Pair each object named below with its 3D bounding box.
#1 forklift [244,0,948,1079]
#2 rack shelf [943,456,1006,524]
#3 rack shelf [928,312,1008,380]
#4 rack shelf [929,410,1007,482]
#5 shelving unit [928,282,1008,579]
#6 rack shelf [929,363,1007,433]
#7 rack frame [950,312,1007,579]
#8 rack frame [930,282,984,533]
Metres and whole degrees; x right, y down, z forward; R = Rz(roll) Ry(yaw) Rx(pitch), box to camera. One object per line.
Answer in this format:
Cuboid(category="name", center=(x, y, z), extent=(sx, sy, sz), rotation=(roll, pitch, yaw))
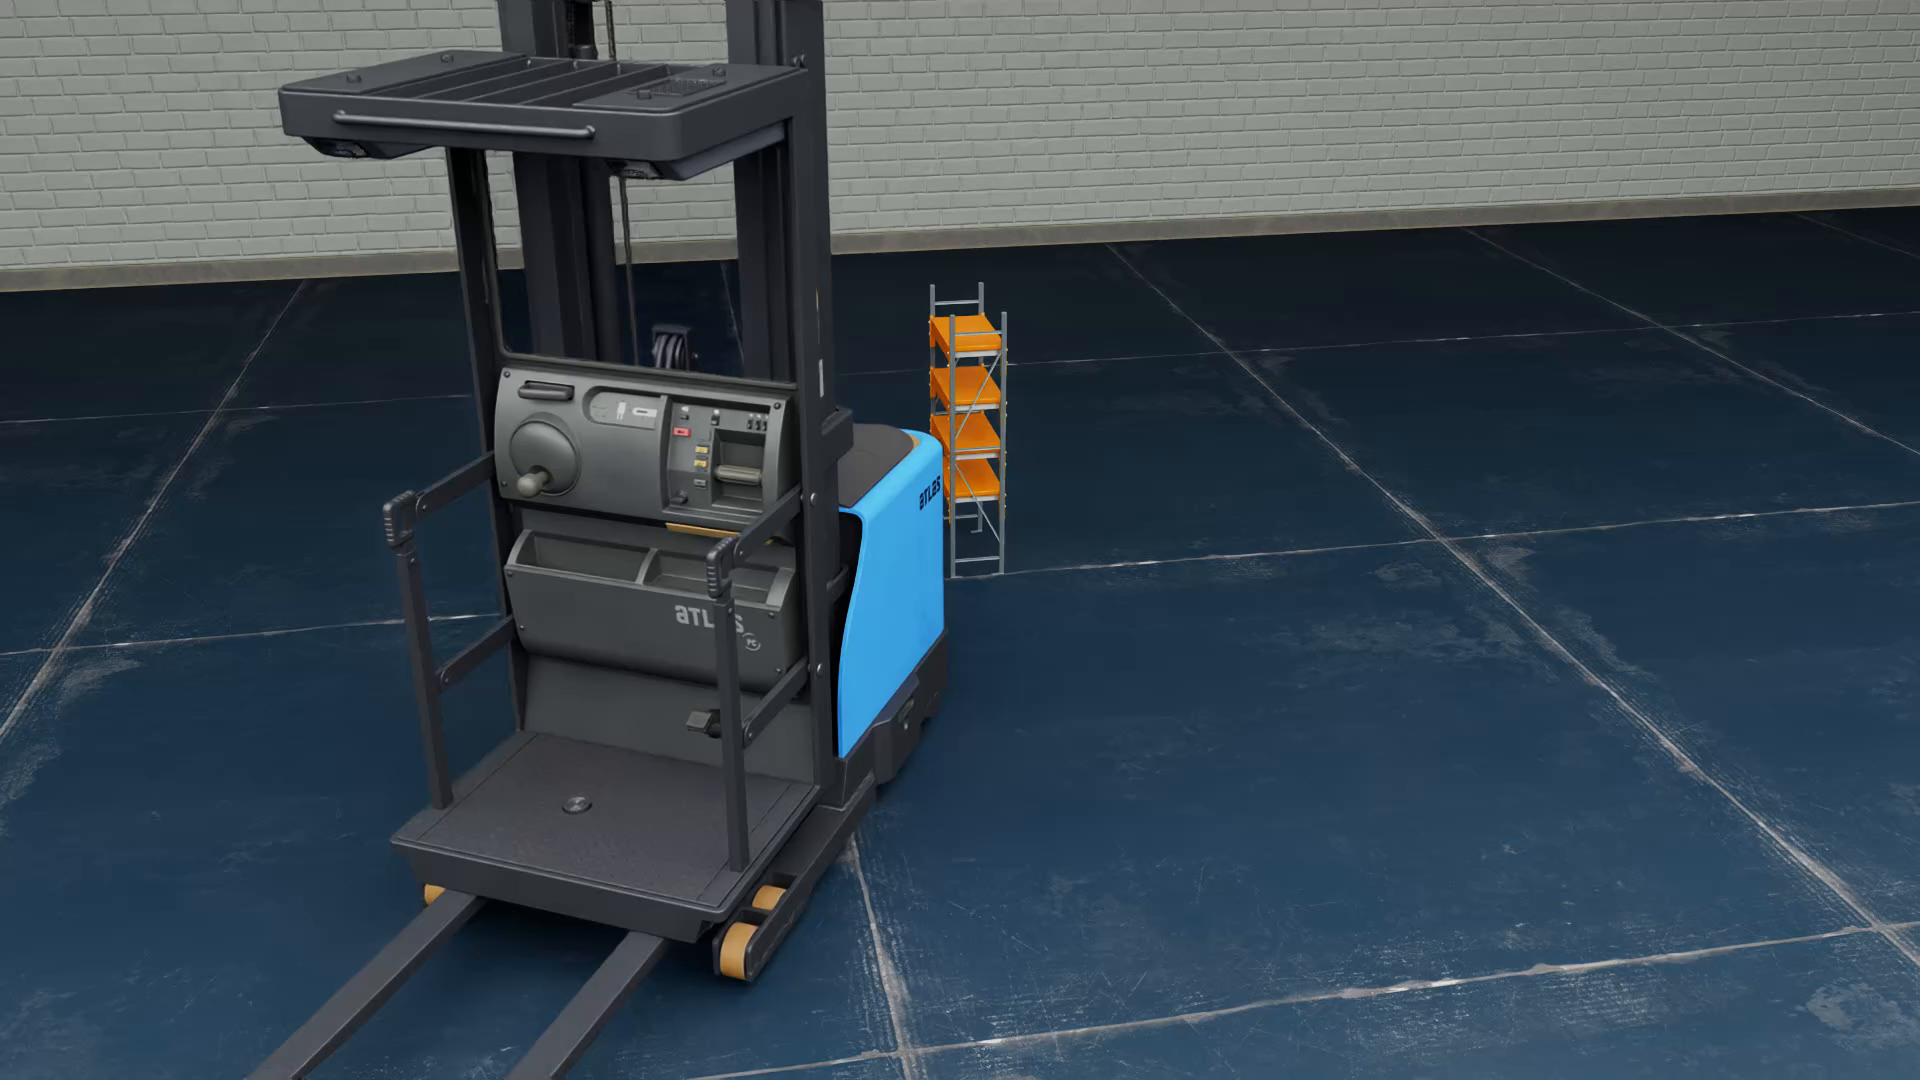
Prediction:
Cuboid(category="forklift", center=(-1.006, -0.249, 4.657), extent=(1.130, 2.935, 3.031), rotation=(8, 25, 17))
Cuboid(category="rack shelf", center=(0.031, -0.241, 7.467), extent=(0.258, 0.148, 0.480), rotation=(-4, 24, -10))
Cuboid(category="rack shelf", center=(0.031, -0.845, 7.203), extent=(0.258, 0.148, 0.480), rotation=(-4, 24, -10))
Cuboid(category="rack shelf", center=(0.031, -0.423, 7.388), extent=(0.258, 0.148, 0.480), rotation=(-4, 24, -10))
Cuboid(category="shelving unit", center=(0.031, -0.485, 7.361), extent=(0.258, 1.200, 0.503), rotation=(-4, 24, -10))
Cuboid(category="rack shelf", center=(0.031, -0.628, 7.298), extent=(0.258, 0.148, 0.480), rotation=(-4, 24, -10))
Cuboid(category="rack frame", center=(0.076, -0.389, 7.141), extent=(0.240, 1.200, 0.015), rotation=(-4, 24, -10))
Cuboid(category="rack frame", center=(-0.015, -0.581, 7.581), extent=(0.240, 1.200, 0.015), rotation=(-4, 24, -10))
